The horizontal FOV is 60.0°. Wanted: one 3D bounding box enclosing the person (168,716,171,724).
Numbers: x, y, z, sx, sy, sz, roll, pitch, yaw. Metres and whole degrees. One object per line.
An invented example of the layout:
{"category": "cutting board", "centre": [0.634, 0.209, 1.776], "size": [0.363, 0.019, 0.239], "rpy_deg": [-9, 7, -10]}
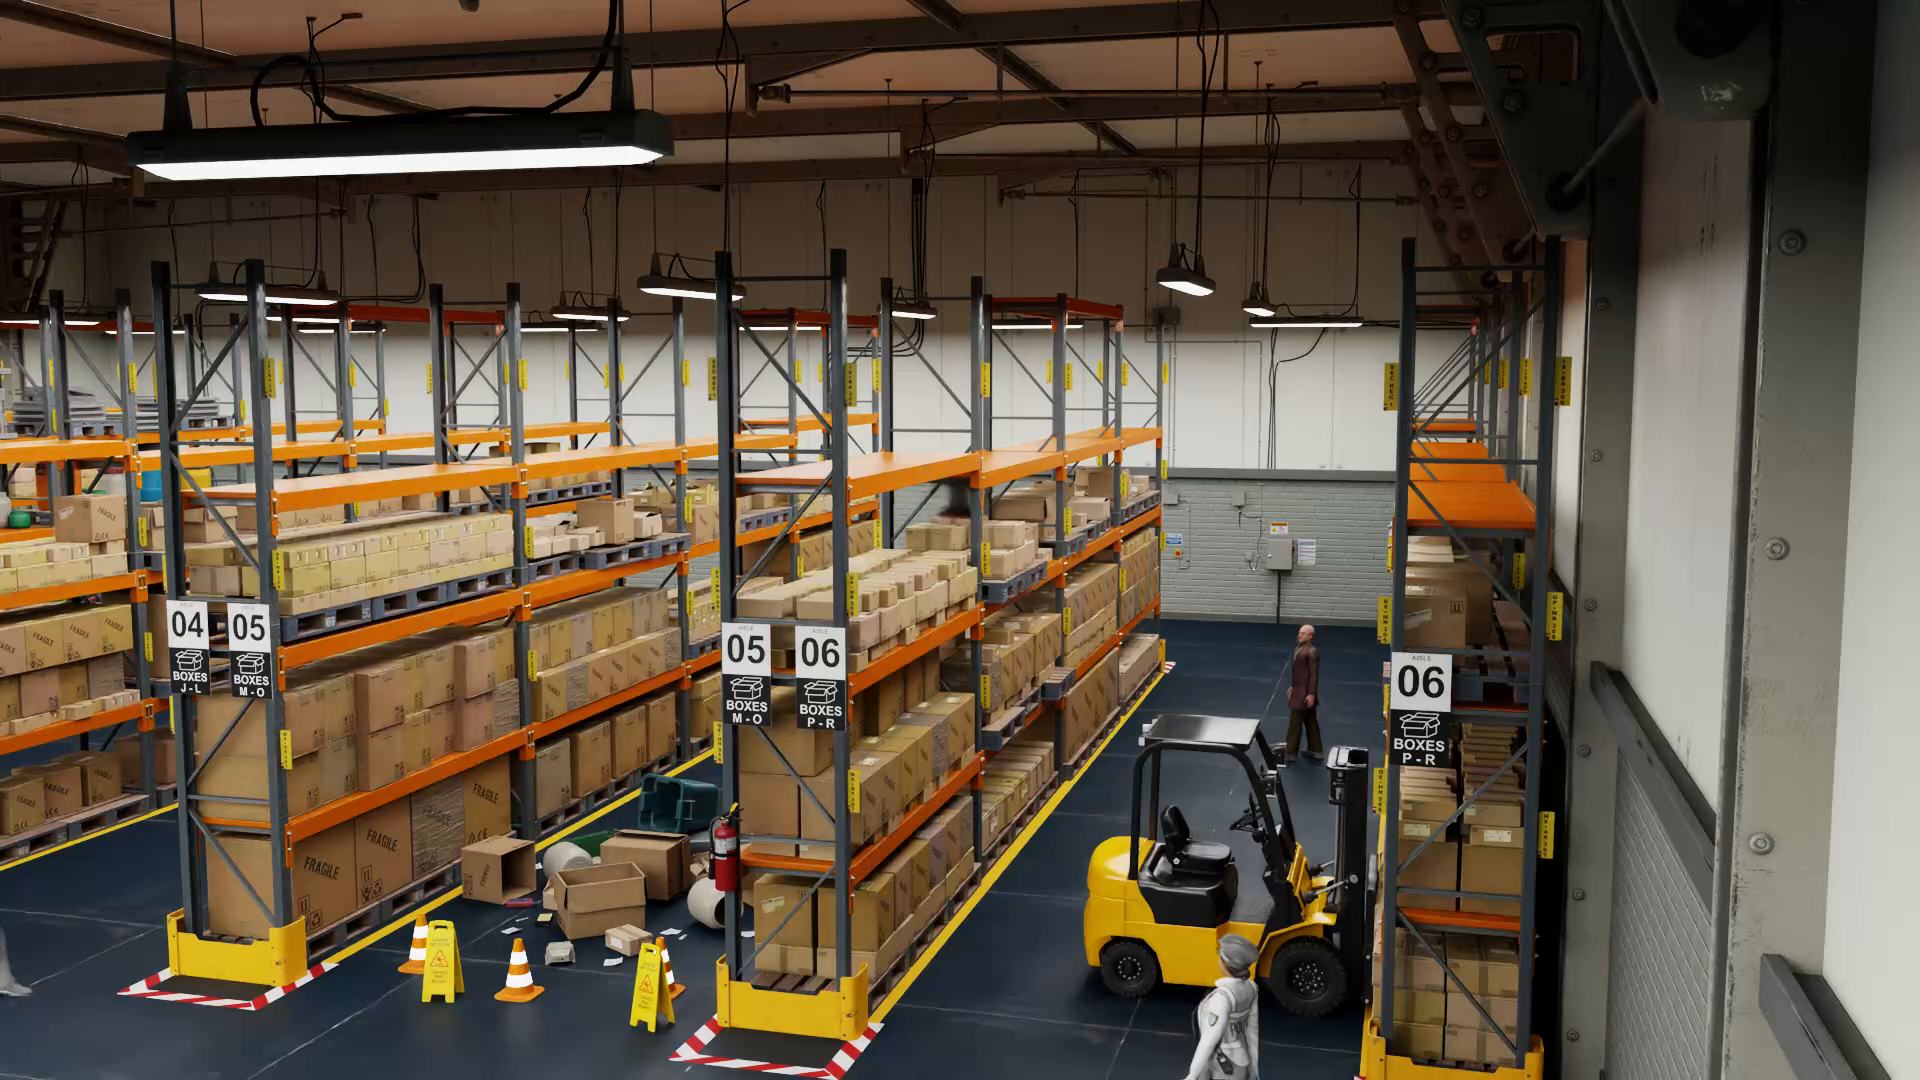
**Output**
{"category": "person", "centre": [-10.659, 1.856, 22.944], "size": [0.666, 1.729, 1.050], "rpy_deg": [1, 6, 13]}

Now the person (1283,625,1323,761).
{"category": "person", "centre": [4.424, 1.987, 21.784], "size": [0.689, 1.767, 0.615], "rpy_deg": [1, 6, 13]}

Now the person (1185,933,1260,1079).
{"category": "person", "centre": [1.653, 3.252, 10.325], "size": [0.924, 1.653, 0.436], "rpy_deg": [0, 6, 1]}

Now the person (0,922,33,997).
{"category": "person", "centre": [-7.950, 2.932, 13.374], "size": [0.569, 1.702, 0.633], "rpy_deg": [1, 6, 8]}
